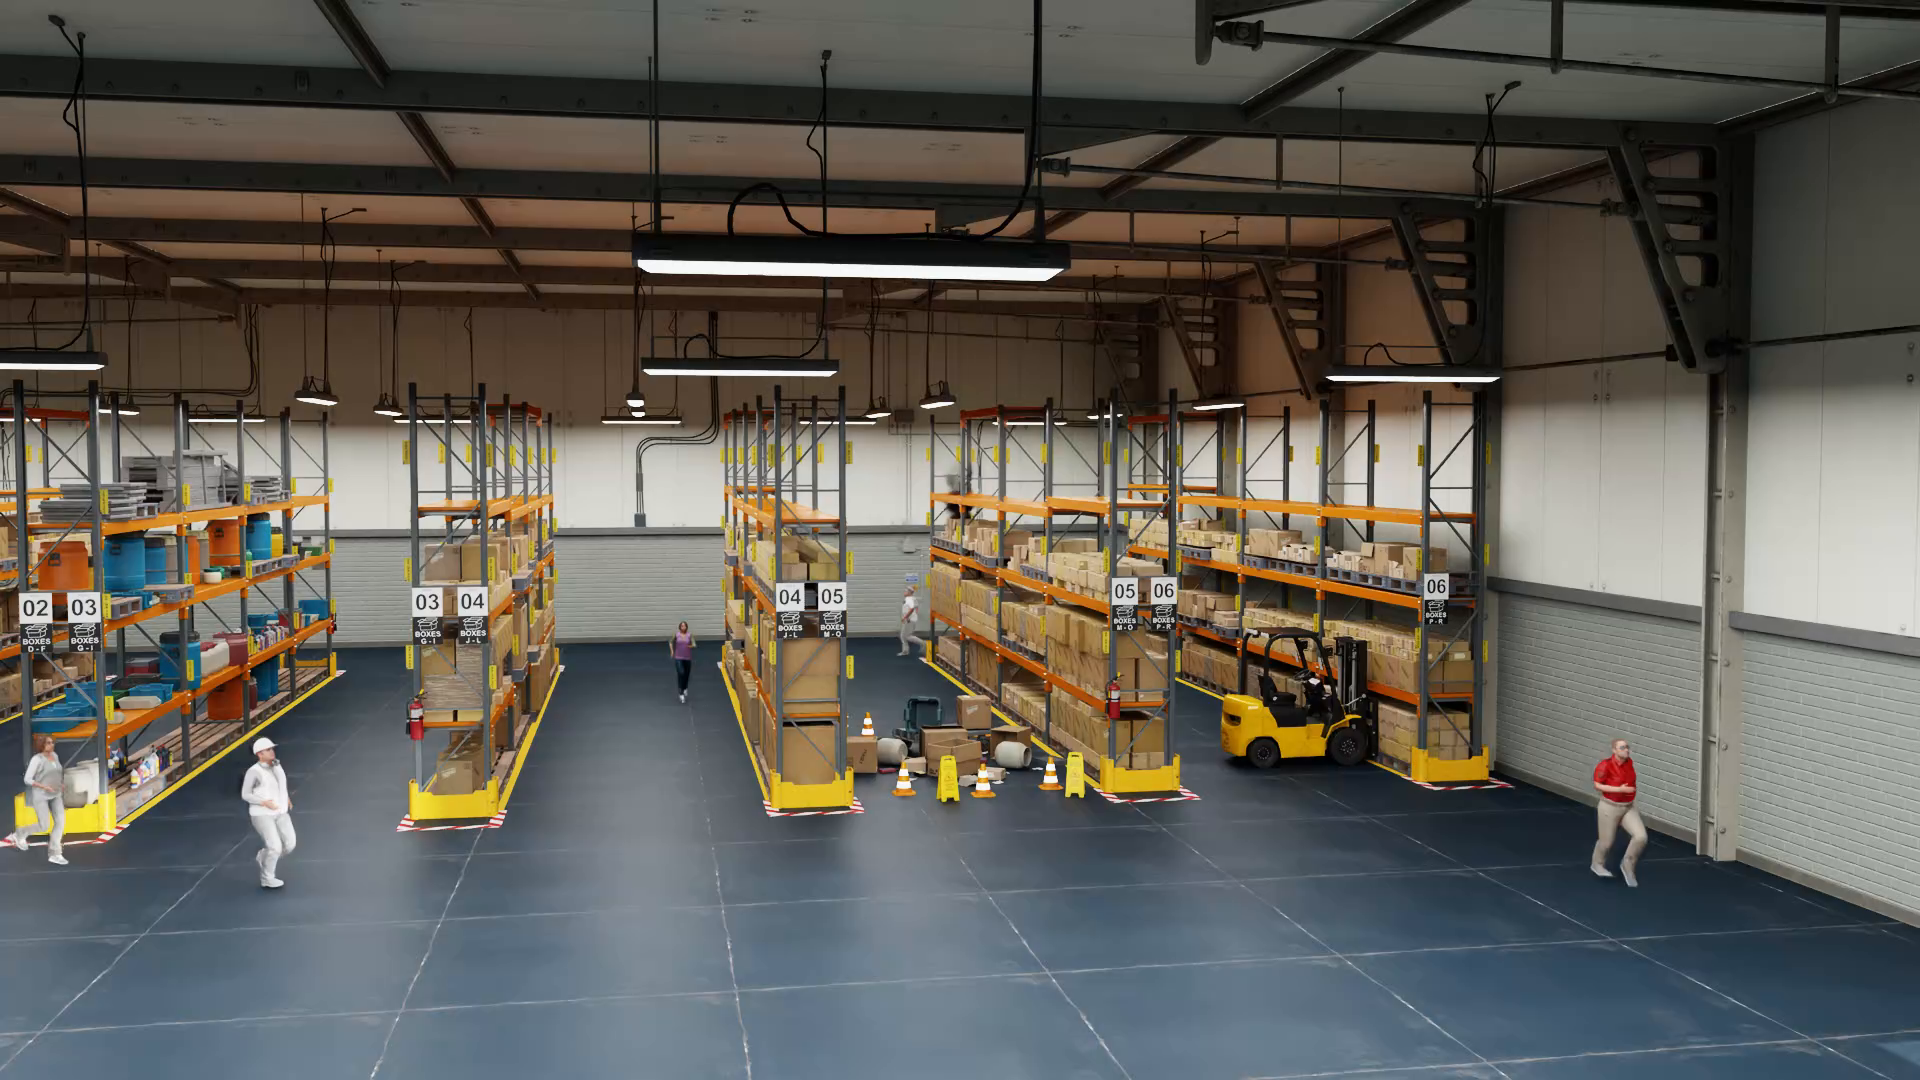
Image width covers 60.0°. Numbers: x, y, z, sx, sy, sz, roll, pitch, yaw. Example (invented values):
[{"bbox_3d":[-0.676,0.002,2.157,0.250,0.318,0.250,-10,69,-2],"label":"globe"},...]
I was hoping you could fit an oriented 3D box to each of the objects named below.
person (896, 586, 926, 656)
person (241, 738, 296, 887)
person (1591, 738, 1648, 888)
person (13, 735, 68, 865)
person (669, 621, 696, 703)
[{"bbox_3d":[-1.196,2.028,41.593,0.803,1.764,0.677,0,3,5],"label":"person"},{"bbox_3d":[-8.011,3.159,19.304,0.603,1.723,0.656,1,3,22],"label":"person"},{"bbox_3d":[7.646,3.178,19.399,0.641,1.759,0.790,-1,3,-15],"label":"person"},{"bbox_3d":[-11.288,3.187,20.483,0.772,1.592,0.541,1,3,16],"label":"person"},{"bbox_3d":[-5.668,2.469,34.044,0.519,1.612,0.797,-1,3,-18],"label":"person"}]
